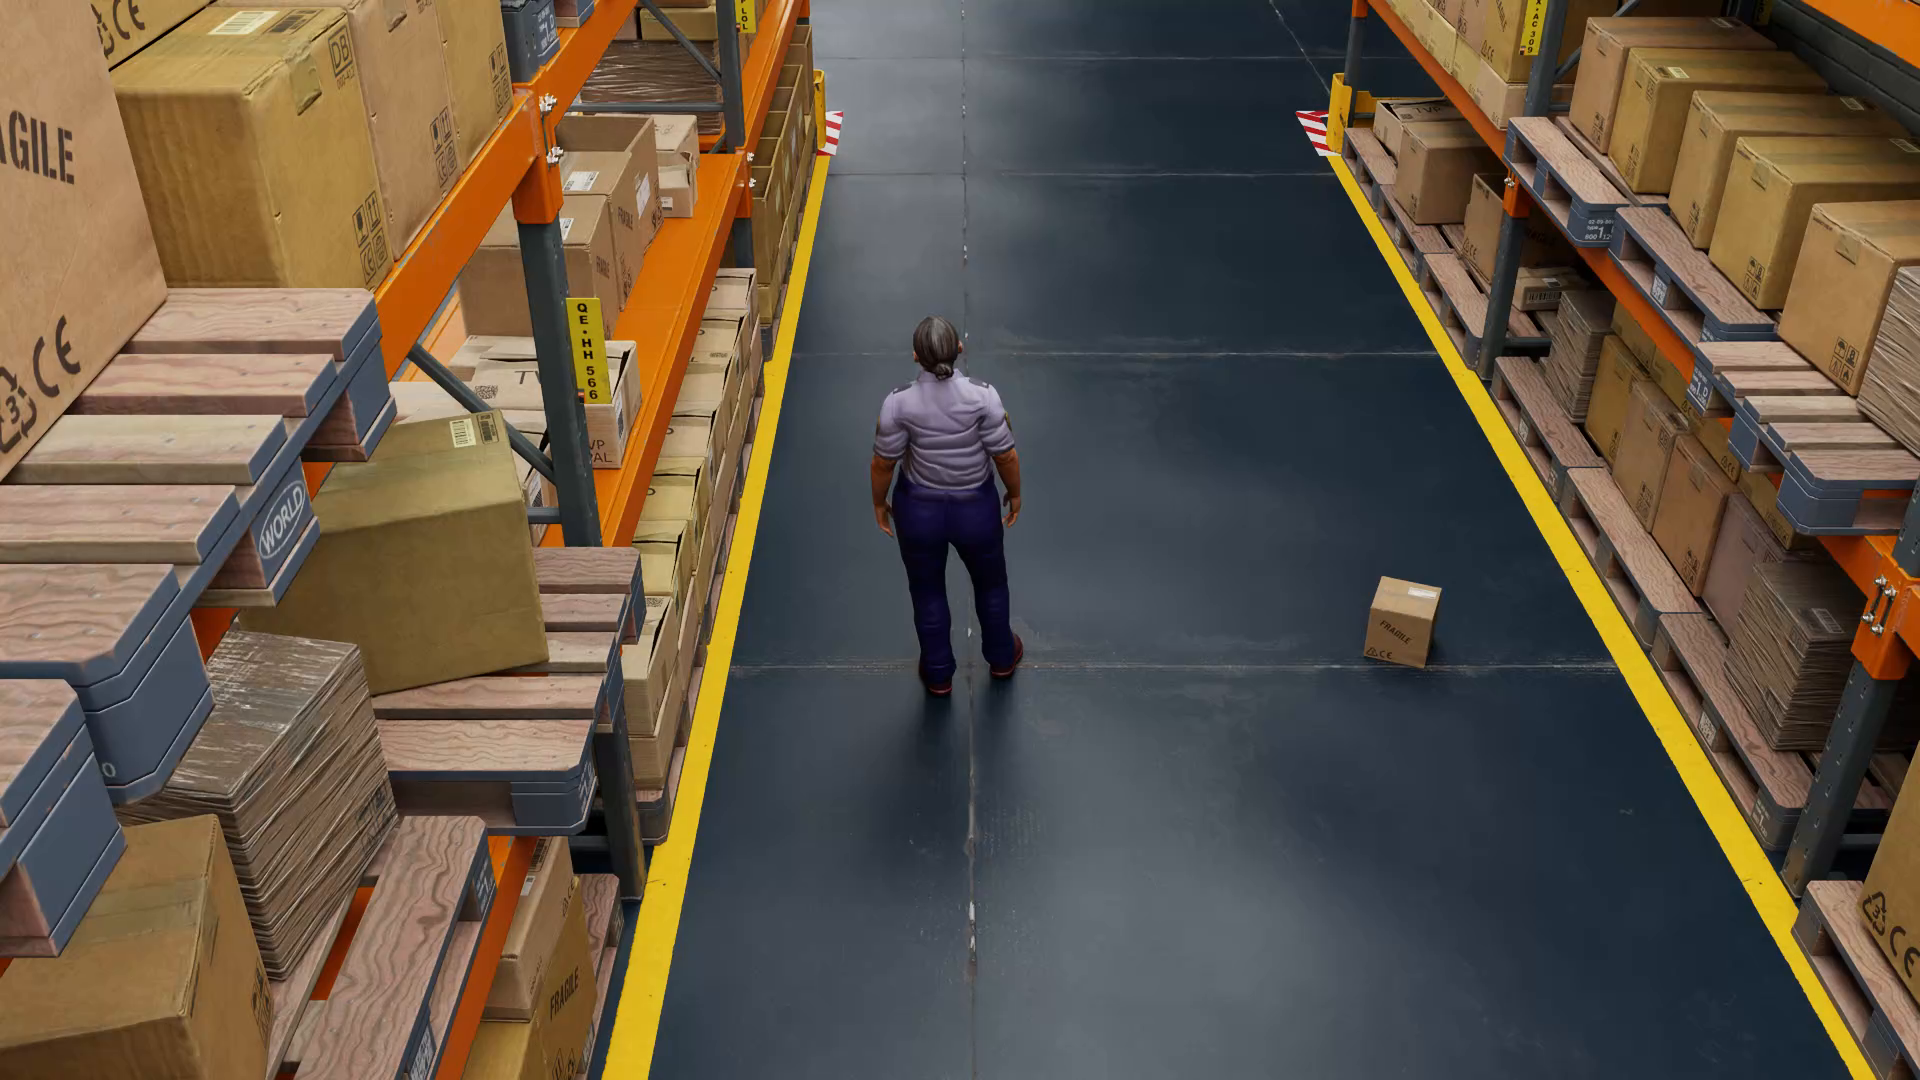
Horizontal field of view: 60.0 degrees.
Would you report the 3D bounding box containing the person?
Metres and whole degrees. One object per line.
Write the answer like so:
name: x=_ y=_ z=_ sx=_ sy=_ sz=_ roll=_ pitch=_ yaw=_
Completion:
person: x=0.003 y=0.115 z=6.535 sx=0.525 sy=1.028 sz=0.500 roll=0 pitch=32 yaw=-1
